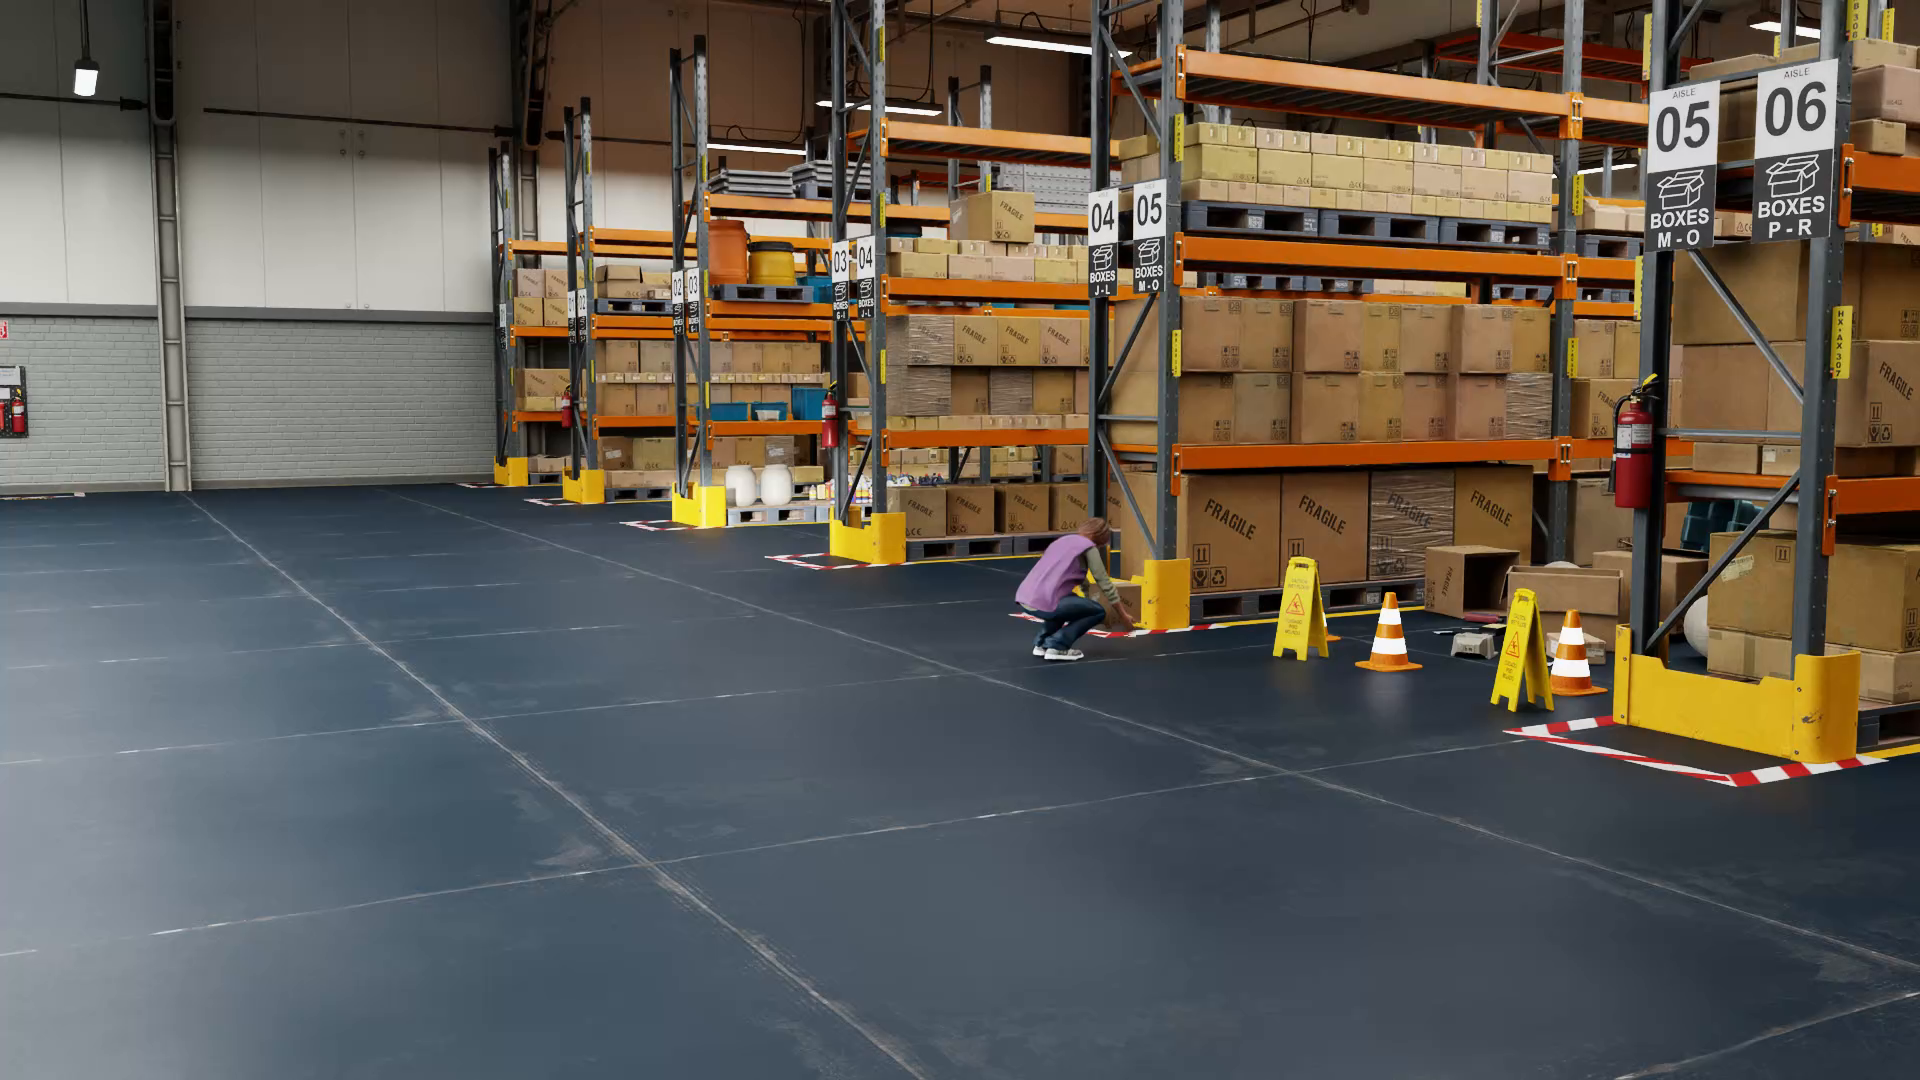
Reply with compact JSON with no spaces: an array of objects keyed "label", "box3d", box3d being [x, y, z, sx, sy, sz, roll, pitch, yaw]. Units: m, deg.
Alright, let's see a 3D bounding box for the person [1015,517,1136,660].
[{"label":"person","box3d":[0.730,0.310,10.709,0.814,0.899,0.434,-3,6,-29]}]
